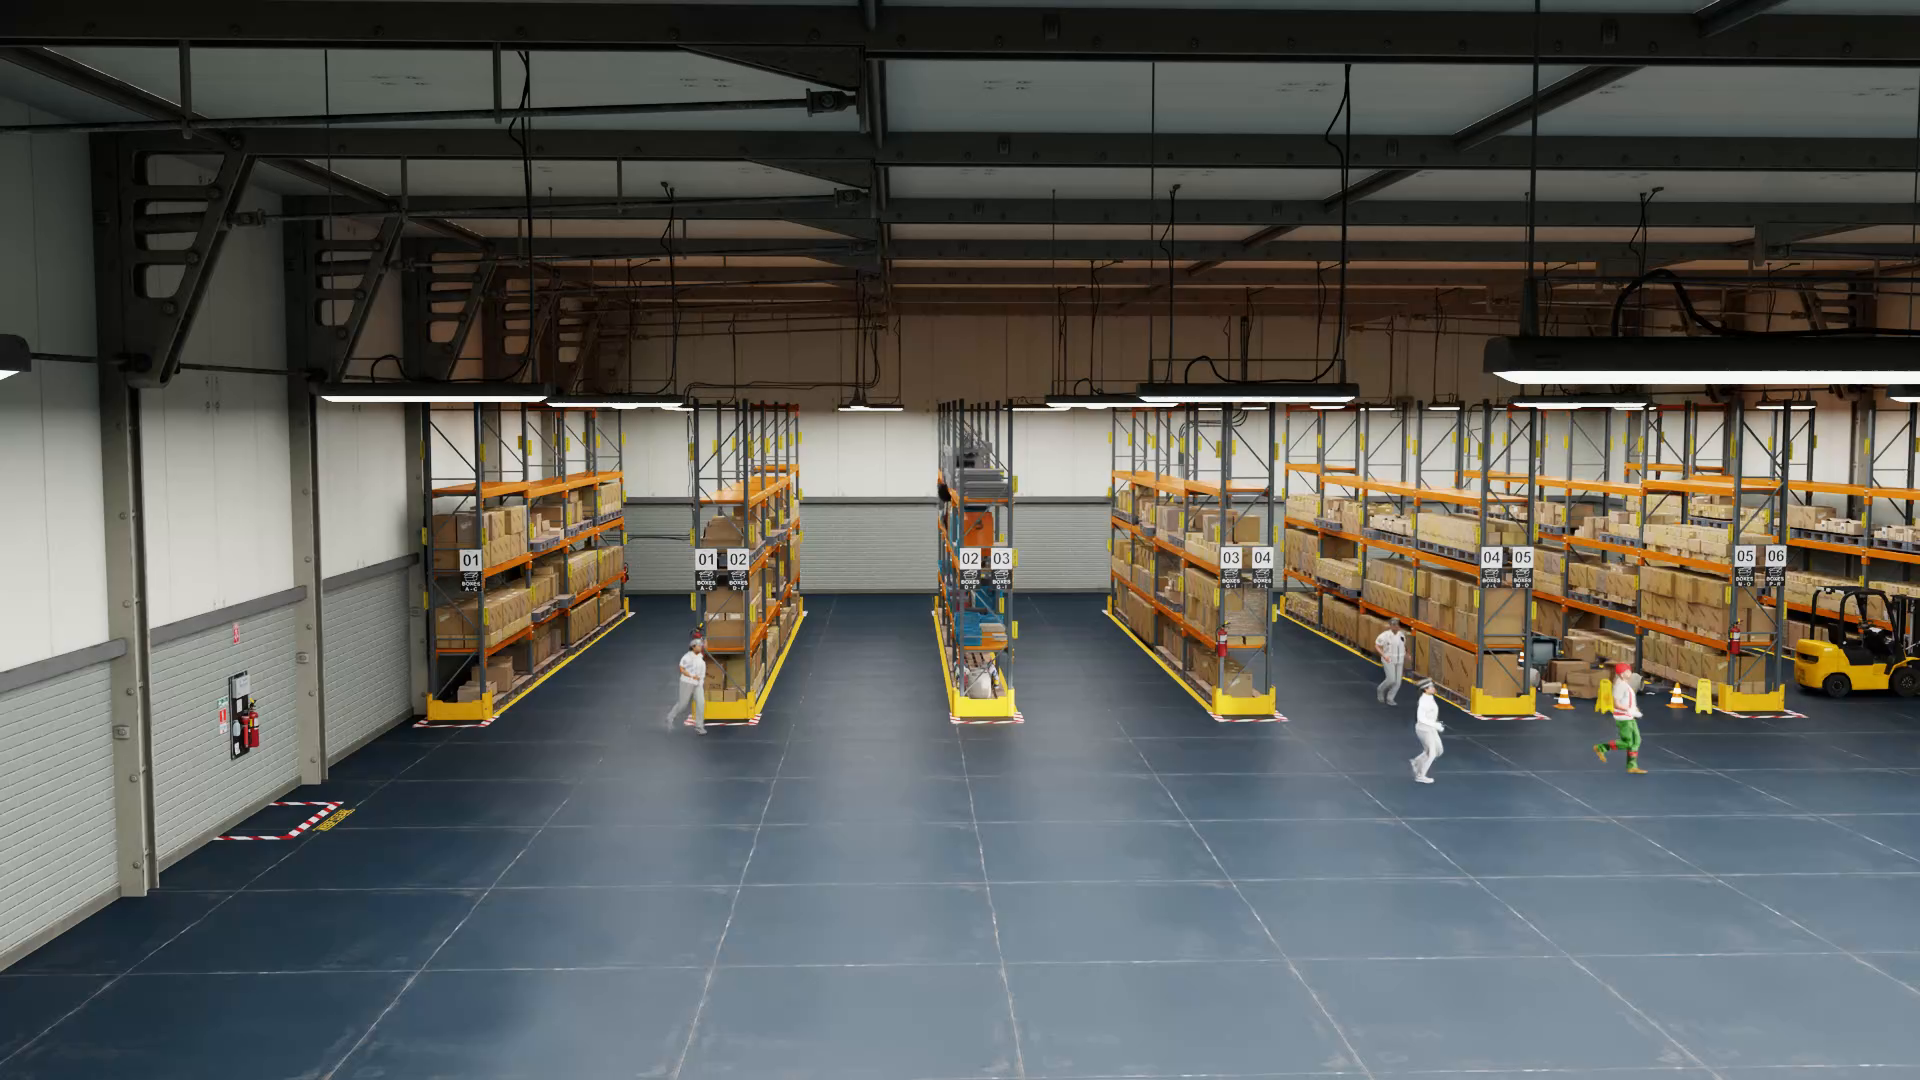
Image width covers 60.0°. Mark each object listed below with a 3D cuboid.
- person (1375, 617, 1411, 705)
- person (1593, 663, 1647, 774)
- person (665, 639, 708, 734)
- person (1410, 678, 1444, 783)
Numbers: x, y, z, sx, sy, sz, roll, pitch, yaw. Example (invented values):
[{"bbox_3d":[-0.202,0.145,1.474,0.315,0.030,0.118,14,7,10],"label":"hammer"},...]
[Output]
[{"bbox_3d":[8.504,2.381,32.606,0.646,1.729,0.602,-1,5,-18],"label":"person"},{"bbox_3d":[10.553,2.833,26.512,0.811,1.758,0.653,2,5,29],"label":"person"},{"bbox_3d":[-4.807,2.616,29.950,0.881,1.659,0.701,3,5,35],"label":"person"},{"bbox_3d":[7.247,2.940,25.740,0.519,1.651,0.592,2,5,24],"label":"person"}]
